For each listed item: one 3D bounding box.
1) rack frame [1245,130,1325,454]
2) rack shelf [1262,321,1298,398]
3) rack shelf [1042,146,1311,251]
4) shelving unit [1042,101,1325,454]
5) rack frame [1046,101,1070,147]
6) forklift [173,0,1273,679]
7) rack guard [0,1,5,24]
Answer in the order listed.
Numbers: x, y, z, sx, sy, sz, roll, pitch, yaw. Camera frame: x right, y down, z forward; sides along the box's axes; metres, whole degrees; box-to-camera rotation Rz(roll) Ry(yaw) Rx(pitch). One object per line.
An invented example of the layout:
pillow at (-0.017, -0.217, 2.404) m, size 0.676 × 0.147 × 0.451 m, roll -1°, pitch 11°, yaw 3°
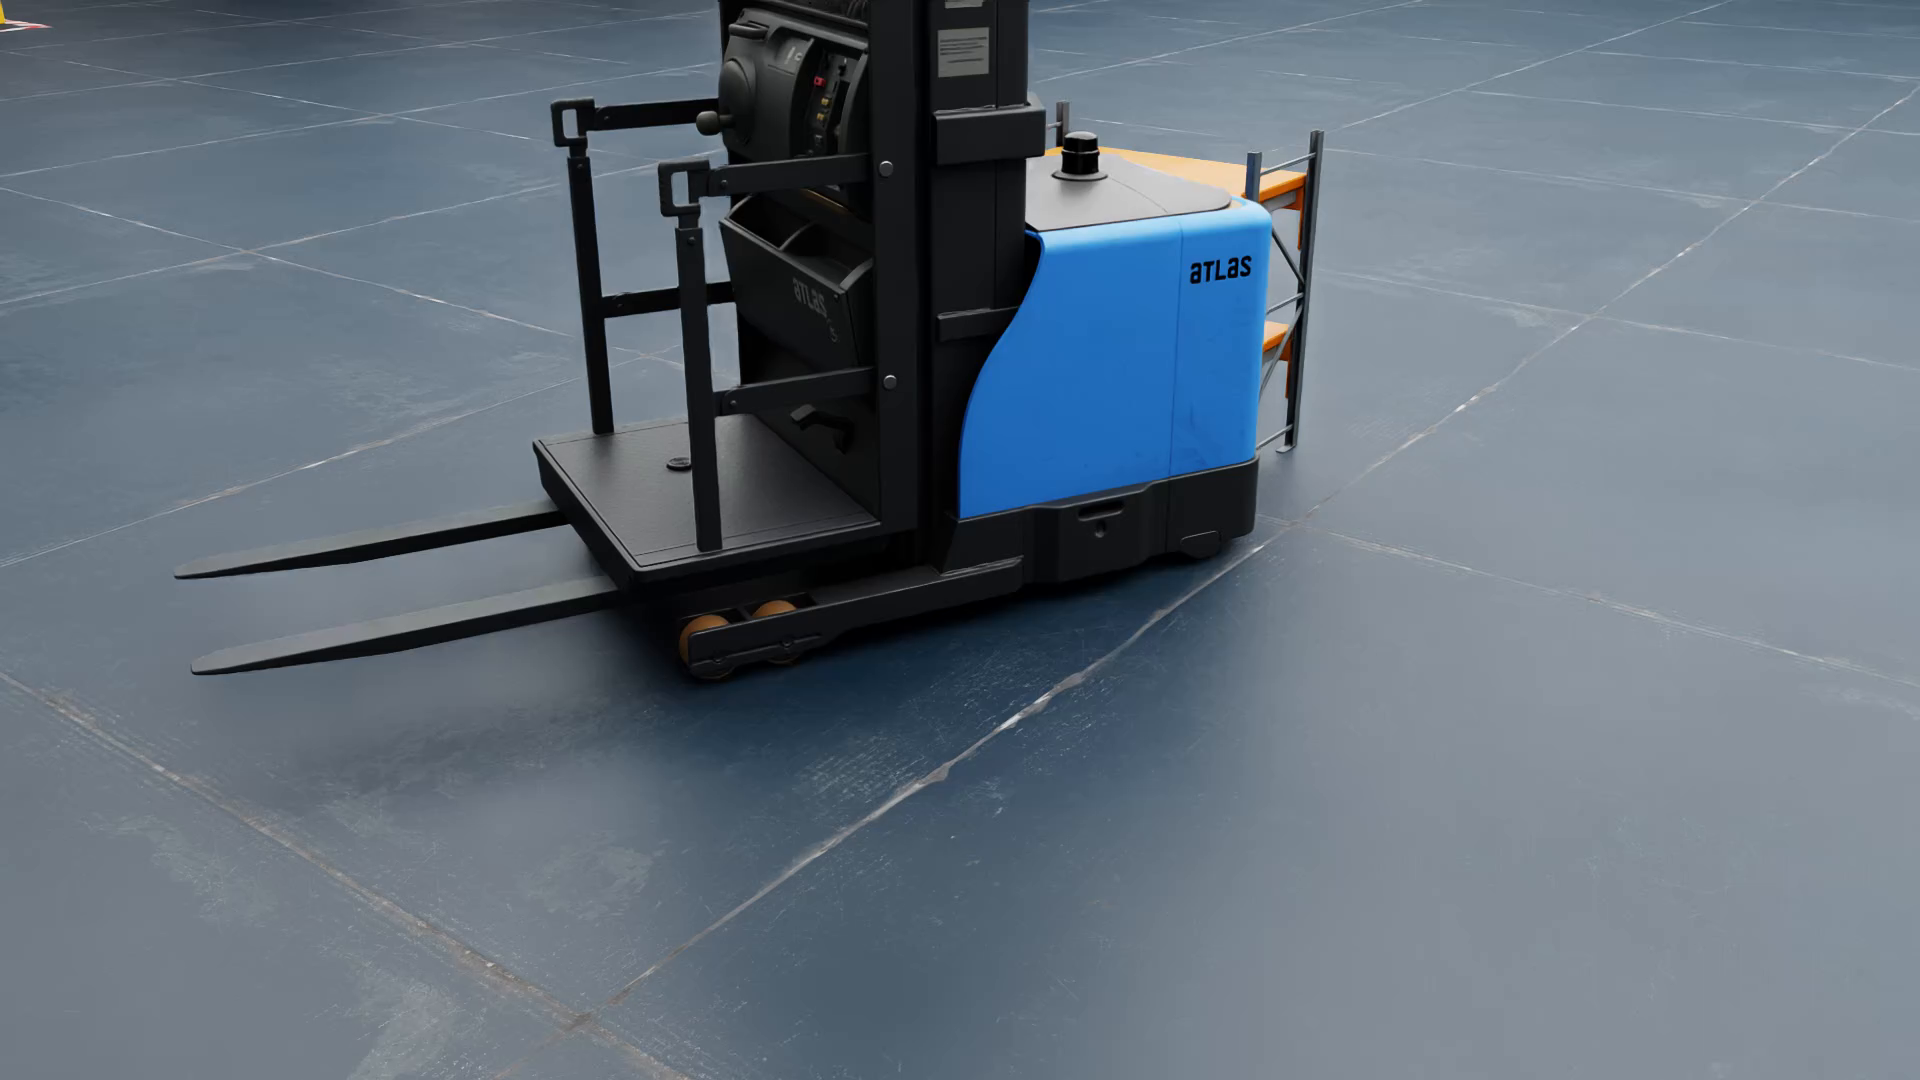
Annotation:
rack frame at (1.063, -0.782, 5.629) m, size 0.032 × 1.125 × 0.500 m, roll 17°, pitch 29°, yaw 33°
rack shelf at (0.654, -0.680, 6.004) m, size 1.000 × 0.278 × 0.538 m, roll 17°, pitch 29°, yaw 33°
rack shelf at (0.654, -1.171, 5.787) m, size 1.000 × 0.278 × 0.538 m, roll 17°, pitch 29°, yaw 33°
shelving unit at (0.654, -0.903, 5.905) m, size 1.048 × 1.125 × 0.538 m, roll 17°, pitch 29°, yaw 33°
rack frame at (0.245, -1.025, 6.181) m, size 0.032 × 1.125 × 0.500 m, roll 17°, pitch 29°, yaw 33°
forklift at (-0.636, -1.215, 4.372) m, size 3.031 × 2.935 × 1.130 m, roll -12°, pitch 26°, yaw -25°
rack guard at (-10.702, -5.626, 17.399) m, size 0.348 × 0.500 × 1.175 m, roll 17°, pitch 29°, yaw 33°
